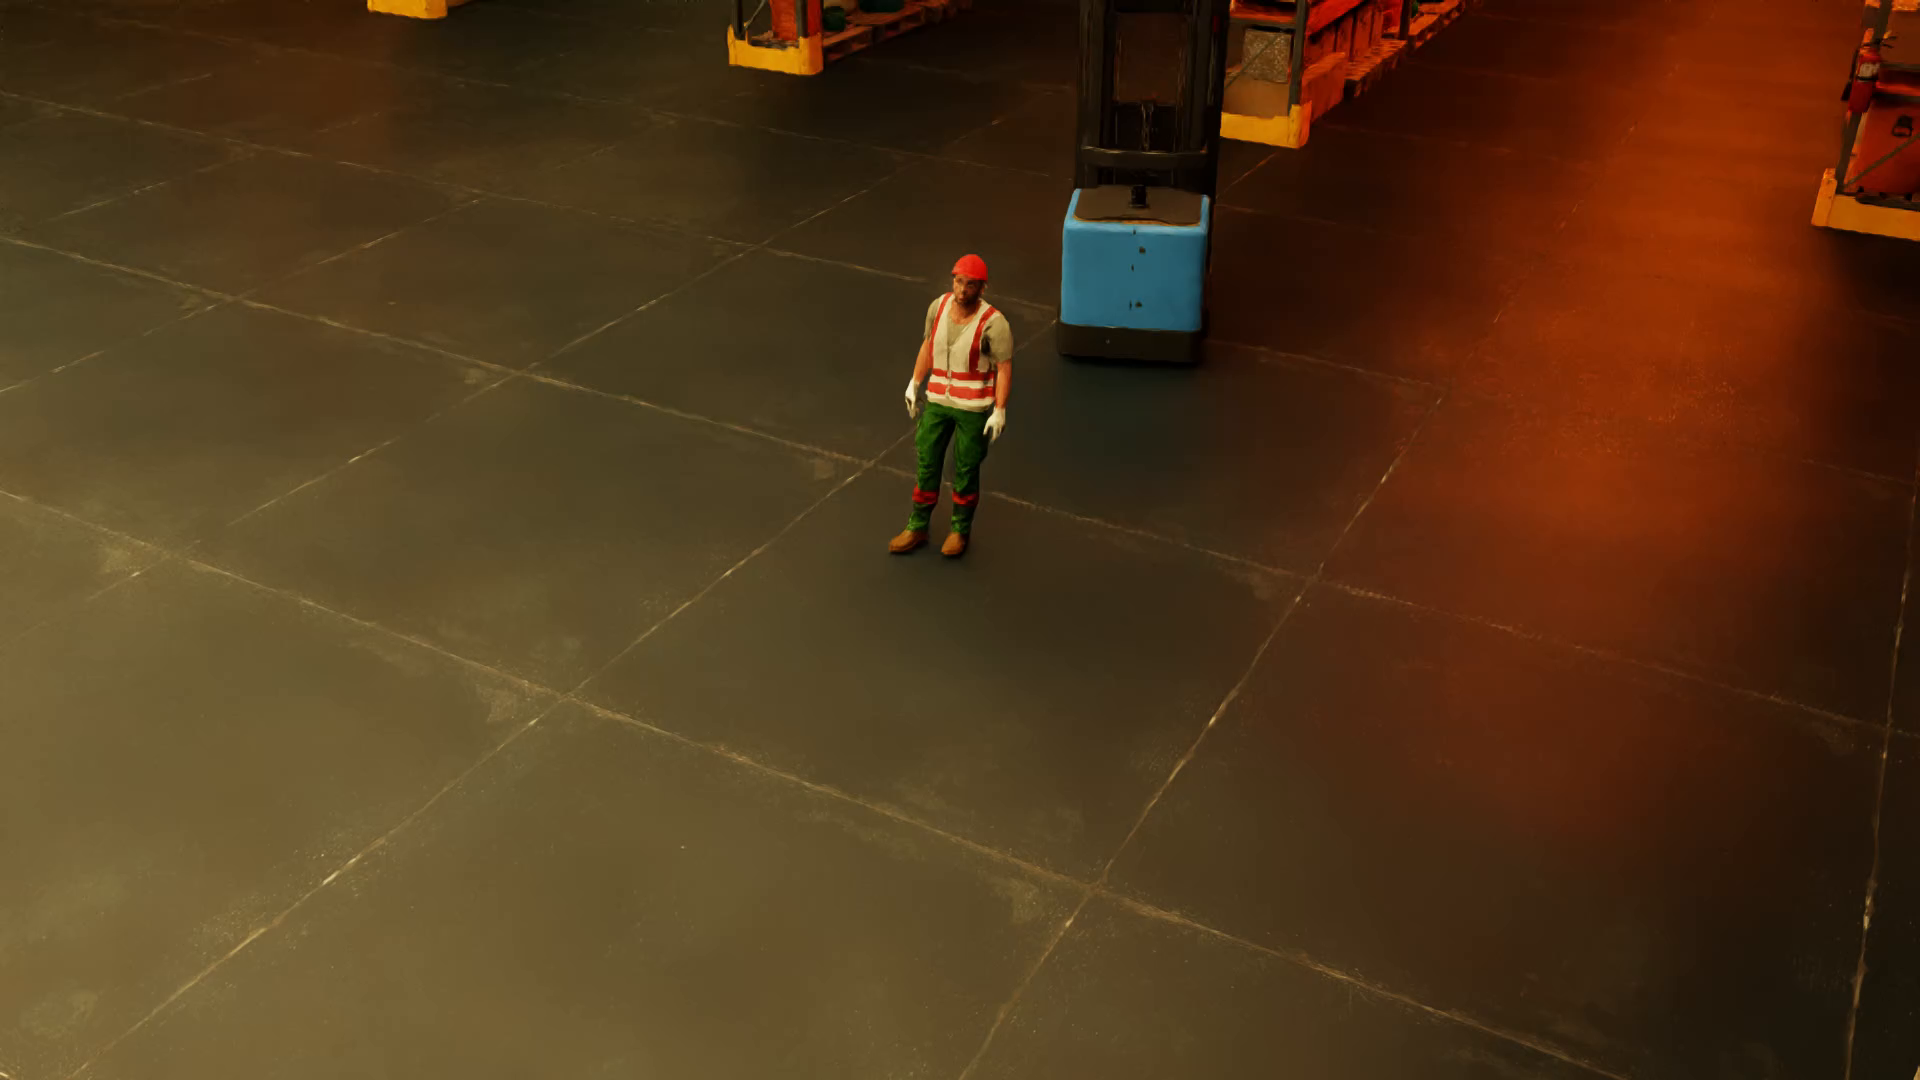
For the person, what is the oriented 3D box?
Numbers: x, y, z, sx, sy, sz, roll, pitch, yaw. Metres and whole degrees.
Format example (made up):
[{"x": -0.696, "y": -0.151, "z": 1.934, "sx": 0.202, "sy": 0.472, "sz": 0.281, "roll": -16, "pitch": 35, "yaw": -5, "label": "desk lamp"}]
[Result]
[{"x": -0.049, "y": -0.748, "z": 9.494, "sx": 0.637, "sy": 1.787, "sz": 0.559, "roll": 15, "pitch": 33, "yaw": 25, "label": "person"}]

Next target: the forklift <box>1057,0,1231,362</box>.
[{"x": 1.460, "y": -3.279, "z": 12.753, "sx": 1.130, "sy": 2.935, "sz": 3.031, "roll": 4, "pitch": 30, "yaw": 8, "label": "forklift"}]
